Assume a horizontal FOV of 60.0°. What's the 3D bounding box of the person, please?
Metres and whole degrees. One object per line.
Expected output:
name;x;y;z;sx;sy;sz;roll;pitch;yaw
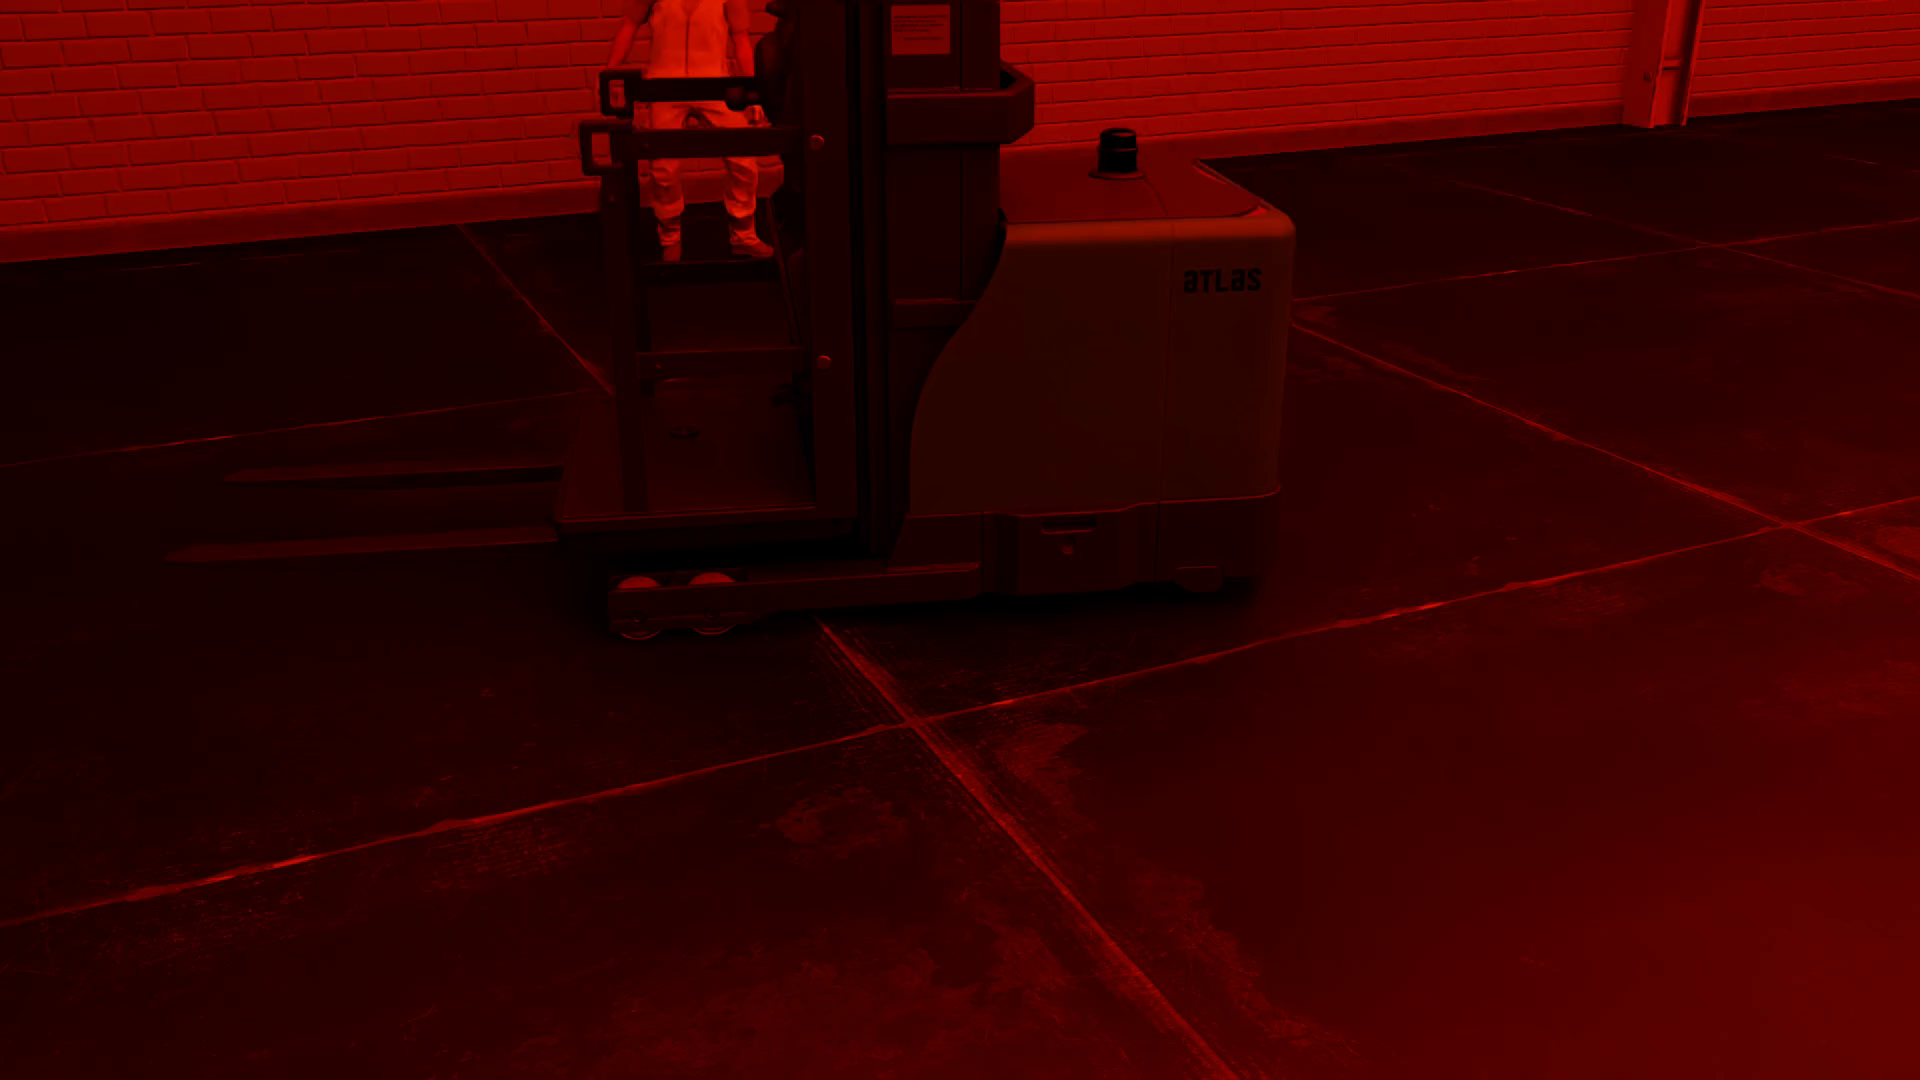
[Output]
person;-1.366;-2.231;8.292;0.890;1.756;0.484;-3;23;-7

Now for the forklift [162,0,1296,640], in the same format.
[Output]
forklift;-0.659;-1.302;4.421;3.031;2.935;1.130;-3;23;-8
